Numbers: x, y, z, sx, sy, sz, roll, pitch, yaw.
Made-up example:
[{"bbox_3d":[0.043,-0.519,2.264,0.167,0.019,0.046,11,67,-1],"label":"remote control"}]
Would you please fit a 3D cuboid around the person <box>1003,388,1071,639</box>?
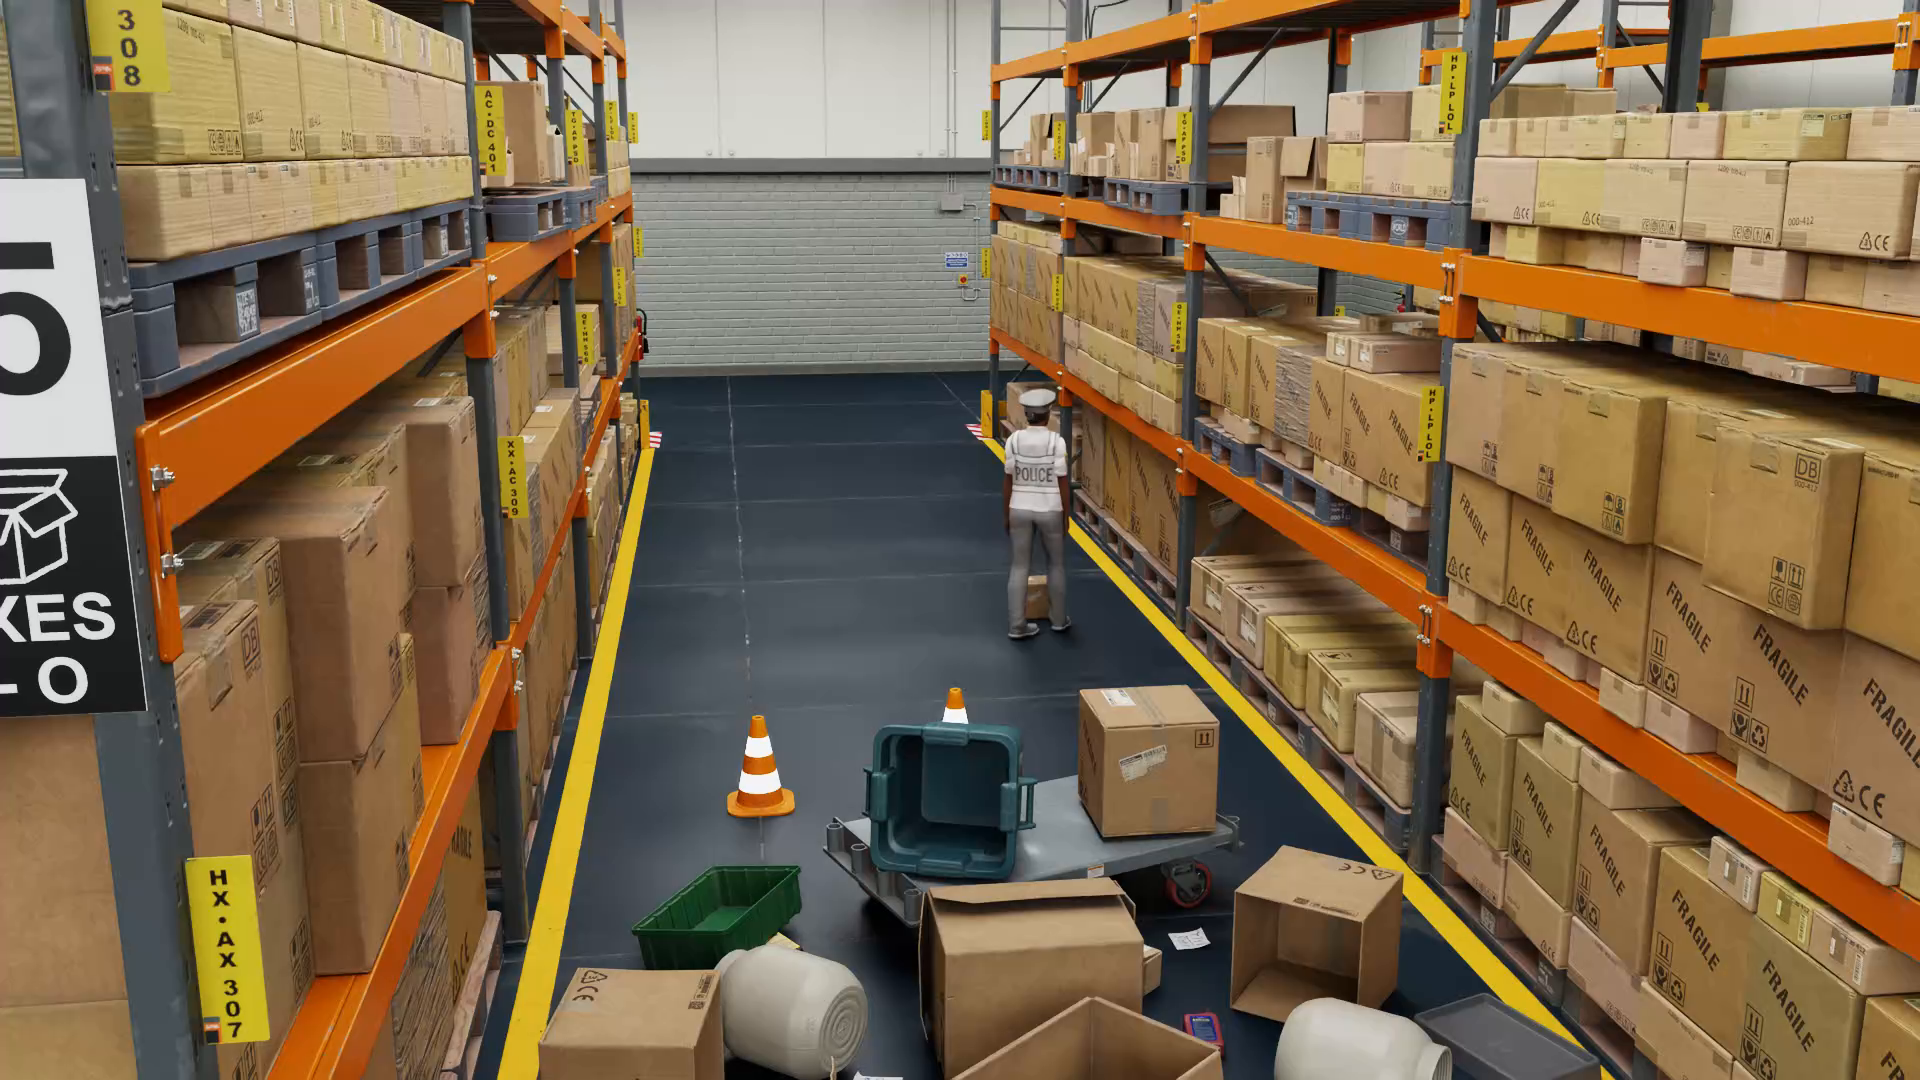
[{"bbox_3d":[0.531,-0.192,11.242,0.451,1.674,0.551,3,14,12],"label":"person"}]
